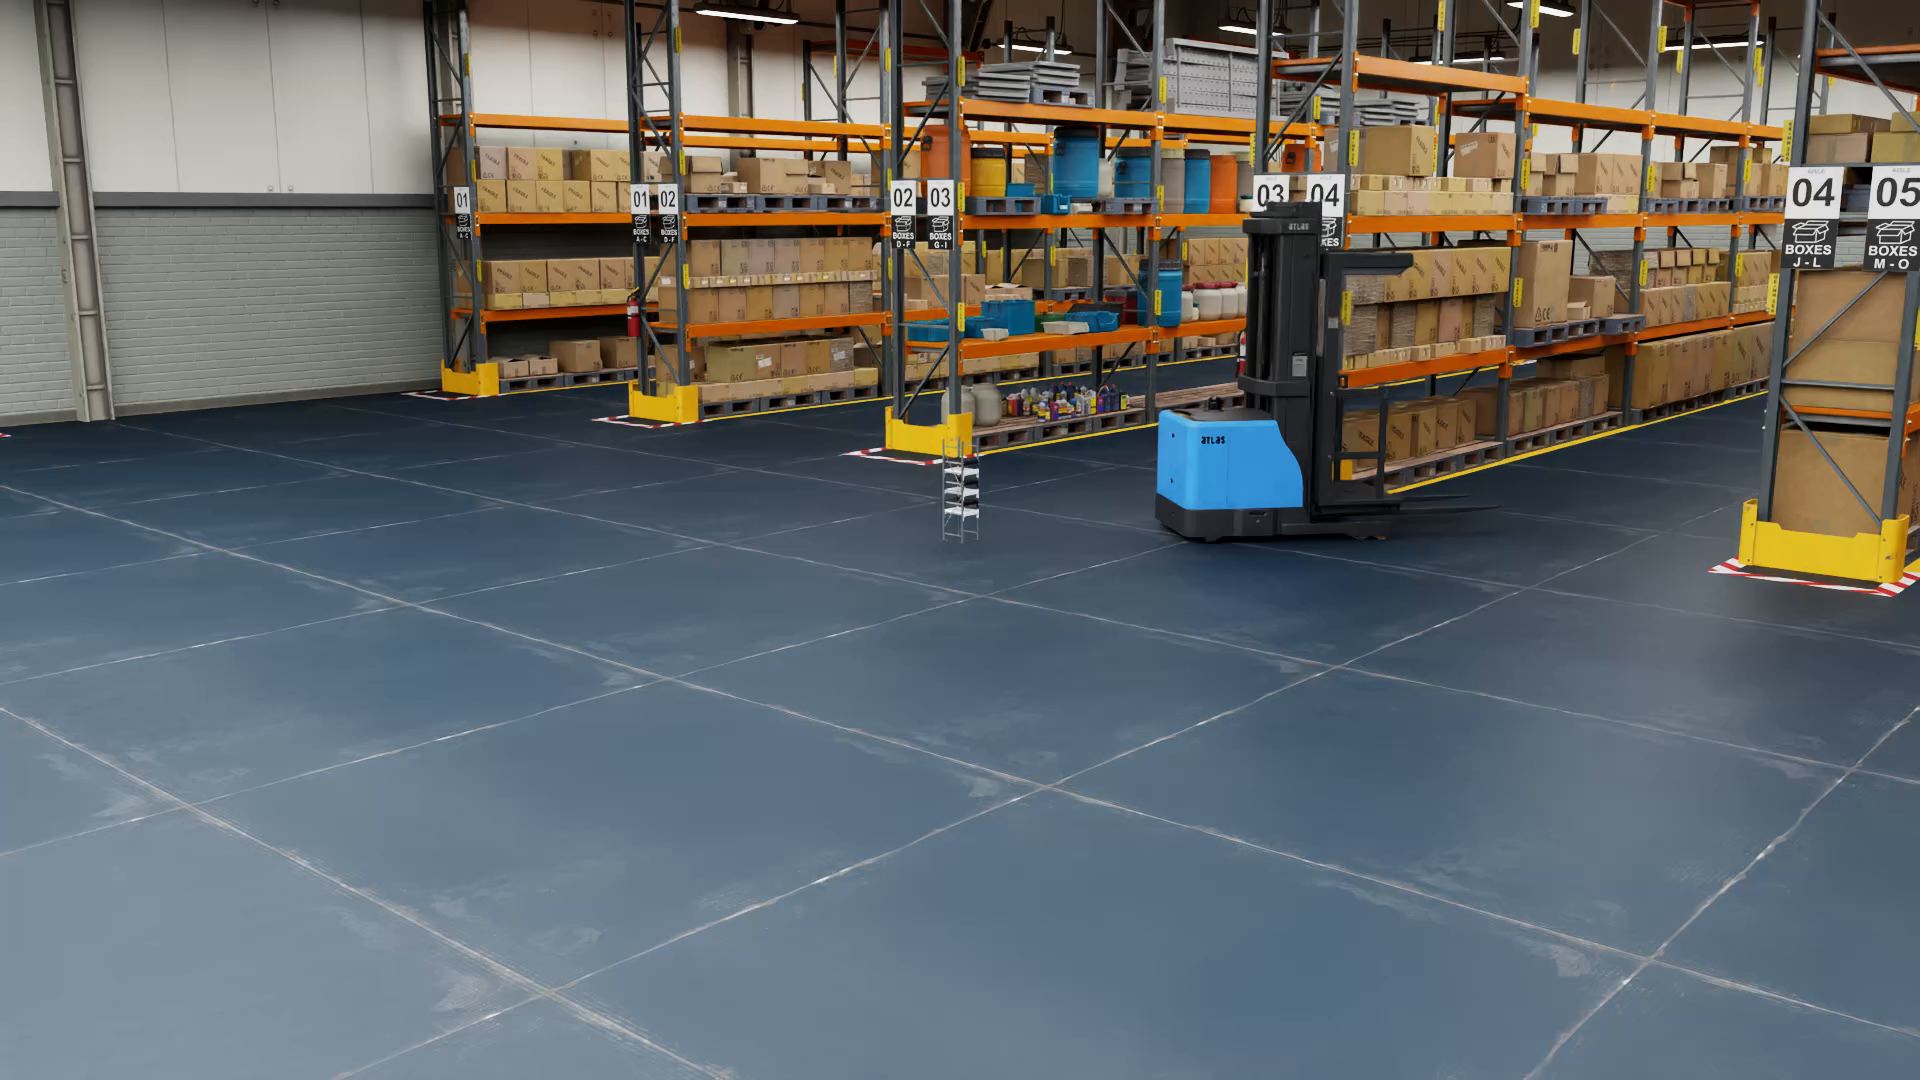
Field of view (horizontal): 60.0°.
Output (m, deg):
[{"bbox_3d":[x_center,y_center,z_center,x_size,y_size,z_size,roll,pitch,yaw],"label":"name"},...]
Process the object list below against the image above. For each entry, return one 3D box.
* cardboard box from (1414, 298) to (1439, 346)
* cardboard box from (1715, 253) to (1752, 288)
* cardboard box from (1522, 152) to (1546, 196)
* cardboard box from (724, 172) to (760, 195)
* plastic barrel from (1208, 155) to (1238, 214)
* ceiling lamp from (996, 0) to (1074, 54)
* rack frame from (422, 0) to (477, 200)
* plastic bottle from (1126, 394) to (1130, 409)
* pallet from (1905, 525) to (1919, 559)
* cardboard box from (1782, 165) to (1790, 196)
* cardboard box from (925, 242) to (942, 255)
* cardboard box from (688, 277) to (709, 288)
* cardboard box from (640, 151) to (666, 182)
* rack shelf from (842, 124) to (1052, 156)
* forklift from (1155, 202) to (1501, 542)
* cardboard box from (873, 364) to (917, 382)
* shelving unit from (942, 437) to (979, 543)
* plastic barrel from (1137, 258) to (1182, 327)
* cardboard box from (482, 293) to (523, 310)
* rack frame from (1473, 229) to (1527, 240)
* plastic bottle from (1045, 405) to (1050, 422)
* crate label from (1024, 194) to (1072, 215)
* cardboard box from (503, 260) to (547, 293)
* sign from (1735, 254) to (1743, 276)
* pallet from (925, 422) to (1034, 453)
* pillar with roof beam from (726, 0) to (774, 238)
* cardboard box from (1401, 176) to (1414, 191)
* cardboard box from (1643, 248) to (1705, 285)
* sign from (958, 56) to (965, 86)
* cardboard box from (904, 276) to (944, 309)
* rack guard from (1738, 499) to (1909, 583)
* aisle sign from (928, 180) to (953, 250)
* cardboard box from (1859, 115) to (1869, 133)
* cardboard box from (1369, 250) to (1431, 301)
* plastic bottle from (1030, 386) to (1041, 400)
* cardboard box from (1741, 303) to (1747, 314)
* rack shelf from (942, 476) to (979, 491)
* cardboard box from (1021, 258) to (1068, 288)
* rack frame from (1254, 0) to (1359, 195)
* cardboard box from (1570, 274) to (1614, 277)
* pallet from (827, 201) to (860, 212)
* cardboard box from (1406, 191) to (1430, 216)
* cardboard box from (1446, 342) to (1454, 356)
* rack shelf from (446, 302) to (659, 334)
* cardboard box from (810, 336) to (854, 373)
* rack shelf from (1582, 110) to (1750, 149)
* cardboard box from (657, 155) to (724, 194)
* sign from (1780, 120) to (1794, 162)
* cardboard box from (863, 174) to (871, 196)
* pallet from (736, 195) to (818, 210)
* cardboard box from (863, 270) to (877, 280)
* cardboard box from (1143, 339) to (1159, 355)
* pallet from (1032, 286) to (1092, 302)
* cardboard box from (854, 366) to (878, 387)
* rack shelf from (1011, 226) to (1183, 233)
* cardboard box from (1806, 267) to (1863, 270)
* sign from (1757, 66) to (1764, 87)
[{"bbox_3d":[4.648,-2.389,17.999,0.875,0.500,0.500,10,15,40],"label":"cardboard box"},{"bbox_3d":[11.753,-4.131,25.442,0.500,0.500,0.500,10,15,40],"label":"cardboard box"},{"bbox_3d":[6.348,-4.260,19.387,0.797,0.503,0.637,9,14,38],"label":"cardboard box"},{"bbox_3d":[-3.963,-6.375,29.984,0.500,0.500,0.500,9,14,38],"label":"cardboard box"},{"bbox_3d":[3.747,-5.198,24.320,0.600,0.830,0.708,10,15,40],"label":"plastic barrel"},{"bbox_3d":[1.639,-10.893,31.372,0.800,3.185,2.000,10,15,40],"label":"ceiling lamp"},{"bbox_3d":[-7.839,-6.751,25.535,1.000,3.000,0.127,10,15,40],"label":"rack frame"},{"bbox_3d":[2.238,-1.866,22.418,0.097,0.201,0.097,0,11,0],"label":"plastic bottle"},{"bbox_3d":[7.452,0.008,14.131,1.003,0.211,1.213,10,15,40],"label":"pallet"},{"bbox_3d":[13.120,-5.866,27.181,0.700,0.500,0.500,9,14,38],"label":"cardboard box"},{"bbox_3d":[-0.715,-5.896,33.592,0.500,0.250,0.500,10,15,41],"label":"cardboard box"},{"bbox_3d":[-3.695,-3.566,22.995,0.380,0.149,0.250,10,15,40],"label":"cardboard box"},{"bbox_3d":[-5.326,-6.309,28.121,0.500,0.500,0.500,8,14,36],"label":"cardboard box"},{"bbox_3d":[-0.155,-6.445,26.860,1.077,0.370,4.000,10,15,40],"label":"rack shelf"},{"bbox_3d":[3.367,-1.537,14.922,3.031,2.935,1.130,-2,11,-9],"label":"forklift"},{"bbox_3d":[-1.023,-2.642,26.230,0.500,0.250,0.500,9,15,39],"label":"cardboard box"},{"bbox_3d":[0.005,-0.442,14.629,0.258,0.900,0.210,10,15,40],"label":"shelving unit"},{"bbox_3d":[2.726,-3.380,22.695,0.600,0.901,0.708,10,15,40],"label":"plastic barrel"},{"bbox_3d":[-7.278,-3.776,26.289,0.500,0.250,0.500,9,15,39],"label":"cardboard box"},{"bbox_3d":[10.165,-4.882,31.495,1.000,3.000,0.127,10,15,40],"label":"rack frame"},{"bbox_3d":[1.102,-1.613,21.151,0.097,0.201,0.097,0,11,0],"label":"plastic bottle"},{"bbox_3d":[1.087,-4.159,20.595,0.502,0.251,0.408,10,15,40],"label":"crate label"},{"bbox_3d":[-6.964,-4.216,26.577,0.500,0.500,0.500,10,15,41],"label":"cardboard box"},{"bbox_3d":[11.659,-4.113,24.893,0.100,0.325,0.005,10,15,40],"label":"sign"},{"bbox_3d":[0.158,-1.297,20.664,1.003,0.211,1.213,10,15,40],"label":"pallet"},{"bbox_3d":[-0.832,-7.292,28.244,9.100,9.000,0.548,10,15,40],"label":"pillar with roof beam"},{"bbox_3d":[4.394,-3.636,16.963,0.380,0.149,0.250,10,15,40],"label":"cardboard box"},{"bbox_3d":[10.368,-4.000,24.261,0.797,0.503,0.637,10,15,41],"label":"cardboard box"},{"bbox_3d":[0.013,-5.296,18.783,0.100,0.325,0.005,10,15,40],"label":"sign"},{"bbox_3d":[-0.608,-3.995,26.799,0.500,0.500,0.500,-11,16,-43],"label":"cardboard box"},{"bbox_3d":[6.967,-0.002,13.445,1.175,0.500,0.348,10,15,40],"label":"rack guard"},{"bbox_3d":[-0.225,-3.754,19.212,0.394,0.787,0.004,10,15,40],"label":"aisle sign"},{"bbox_3d":[7.116,-3.355,13.471,0.380,0.149,0.250,10,15,41],"label":"cardboard box"},{"bbox_3d":[4.556,-2.765,17.328,0.500,0.500,0.500,10,15,40],"label":"cardboard box"},{"bbox_3d":[0.994,-1.878,22.094,0.144,0.351,0.185,10,15,40],"label":"plastic bottle"},{"bbox_3d":[11.863,-3.569,25.563,0.380,0.149,0.250,9,14,38],"label":"cardboard box"},{"bbox_3d":[0.005,-0.498,14.618,0.258,0.077,0.200,10,15,40],"label":"rack shelf"},{"bbox_3d":[1.496,-4.708,29.298,0.700,0.500,0.500,4,12,21],"label":"cardboard box"},{"bbox_3d":[3.323,-4.829,15.916,1.000,3.000,0.127,10,15,40],"label":"rack frame"},{"bbox_3d":[8.278,-3.235,21.922,0.500,0.500,0.500,8,14,33],"label":"cardboard box"},{"bbox_3d":[-2.173,-6.466,32.249,1.213,0.211,1.003,11,16,43],"label":"pallet"},{"bbox_3d":[4.501,-3.471,17.158,0.500,0.250,0.500,10,15,40],"label":"cardboard box"},{"bbox_3d":[5.180,-2.106,18.237,0.380,0.149,0.250,10,15,40],"label":"cardboard box"},{"bbox_3d":[-6.519,-3.750,27.666,1.077,0.370,4.000,10,15,40],"label":"rack shelf"},{"bbox_3d":[-1.956,-2.814,25.176,0.500,0.500,0.500,10,15,40],"label":"cardboard box"},{"bbox_3d":[9.925,-5.752,23.392,1.077,0.370,4.000,10,15,40],"label":"rack shelf"},{"bbox_3d":[-3.733,-5.049,22.980,0.637,0.503,0.797,-11,16,-44],"label":"cardboard box"},{"bbox_3d":[6.584,-3.170,13.207,0.100,0.325,0.005,10,15,40],"label":"sign"},{"bbox_3d":[-1.971,-6.885,32.488,0.700,0.500,0.500,9,14,37],"label":"cardboard box"},{"bbox_3d":[-2.824,-4.877,24.040,1.003,0.211,1.213,10,15,40],"label":"pallet"},{"bbox_3d":[-1.494,-4.057,25.453,0.380,0.149,0.250,10,15,40],"label":"cardboard box"},{"bbox_3d":[3.363,-3.743,31.052,0.500,0.500,0.500,10,15,41],"label":"cardboard box"},{"bbox_3d":[1.560,-4.361,29.375,1.213,0.211,1.003,10,15,40],"label":"pallet"},{"bbox_3d":[-1.617,-2.519,25.610,0.500,0.250,0.500,10,15,40],"label":"cardboard box"},{"bbox_3d":[2.486,-5.758,30.062,1.077,0.370,4.000,10,15,40],"label":"rack shelf"},{"bbox_3d":[7.550,-1.977,13.811,0.875,0.550,0.550,10,15,40],"label":"cardboard box"},{"bbox_3d":[13.472,-7.792,27.959,0.100,0.325,0.005,10,15,40],"label":"sign"}]
